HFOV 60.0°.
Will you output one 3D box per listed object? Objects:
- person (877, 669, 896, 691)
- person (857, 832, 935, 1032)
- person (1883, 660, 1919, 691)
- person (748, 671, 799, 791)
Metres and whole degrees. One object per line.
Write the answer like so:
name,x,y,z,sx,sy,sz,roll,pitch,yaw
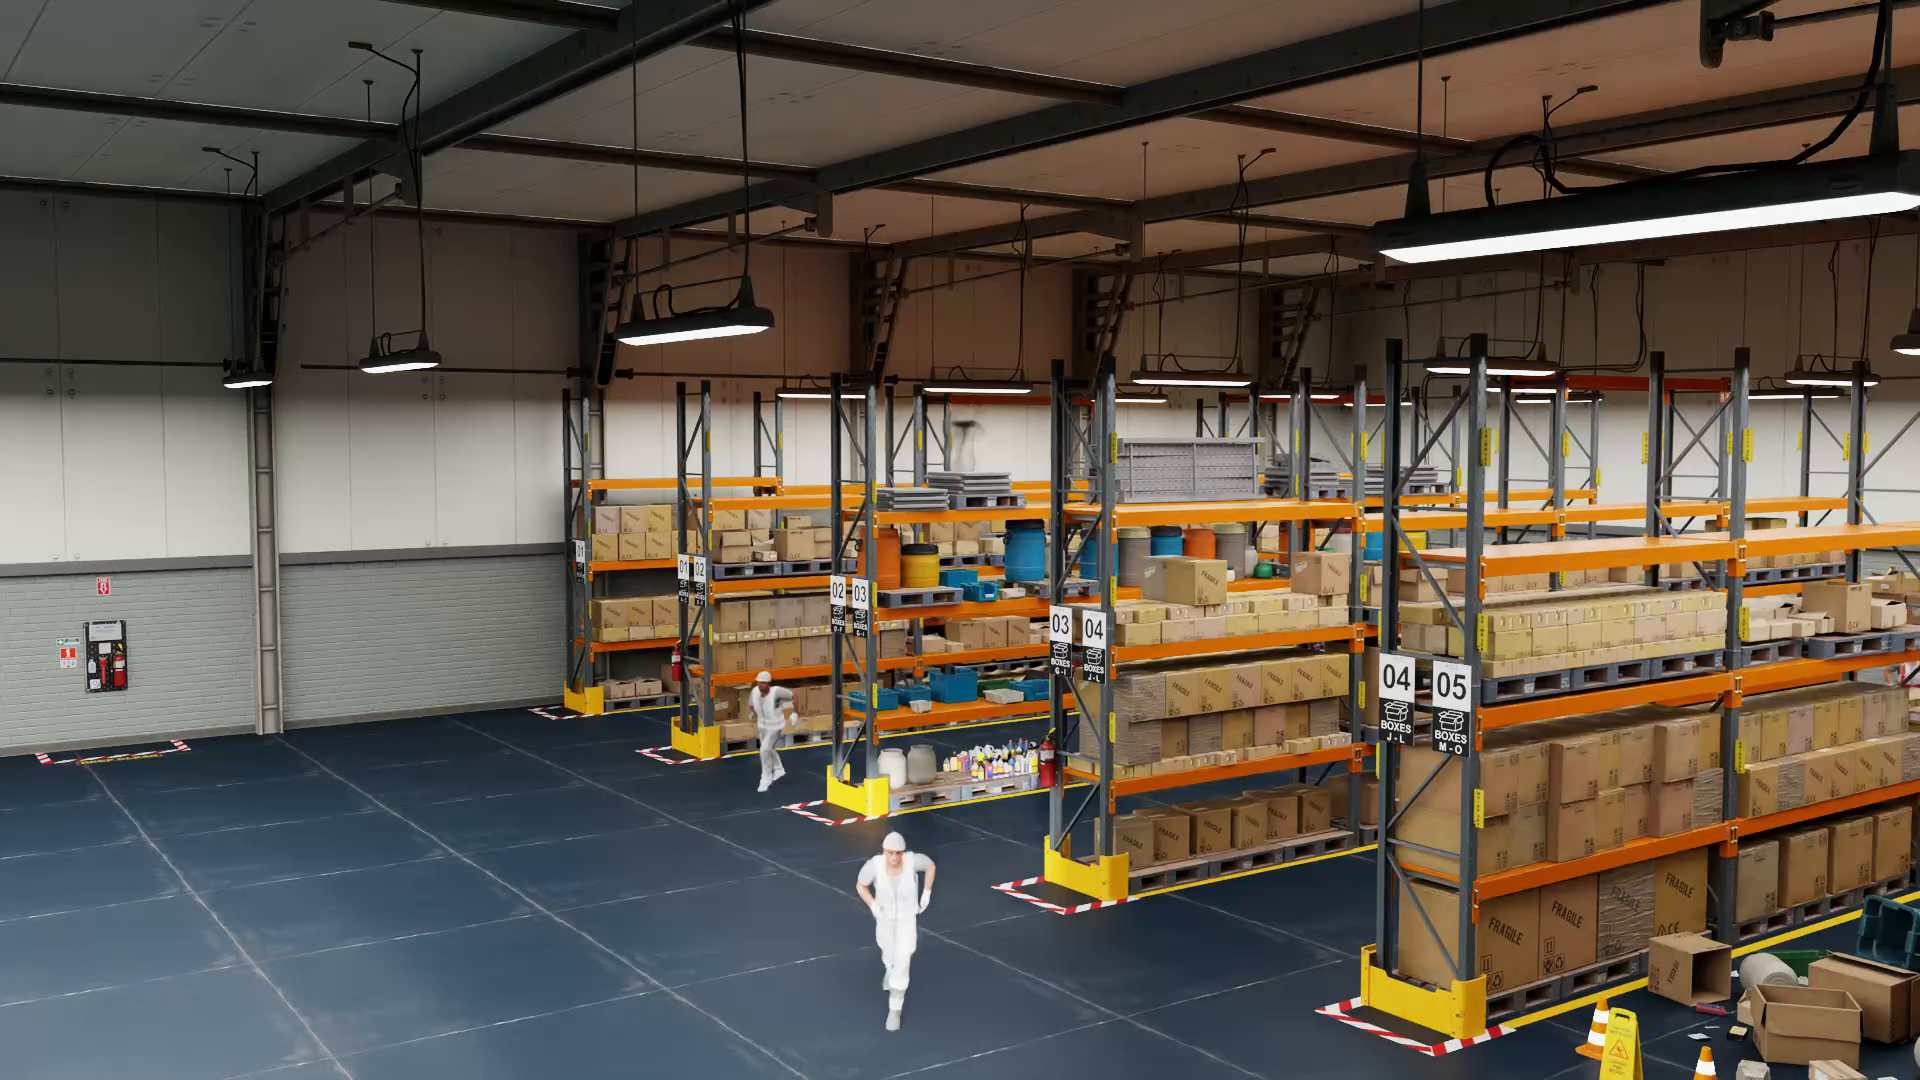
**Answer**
person,-1.421,2.272,31.639,0.714,1.733,0.791,3,5,42
person,-0.575,3.377,14.834,0.699,1.729,1.061,0,4,-5
person,15.555,2.534,27.222,0.656,1.737,0.658,1,4,9
person,-2.709,2.784,24.171,0.743,1.820,0.873,2,4,31
